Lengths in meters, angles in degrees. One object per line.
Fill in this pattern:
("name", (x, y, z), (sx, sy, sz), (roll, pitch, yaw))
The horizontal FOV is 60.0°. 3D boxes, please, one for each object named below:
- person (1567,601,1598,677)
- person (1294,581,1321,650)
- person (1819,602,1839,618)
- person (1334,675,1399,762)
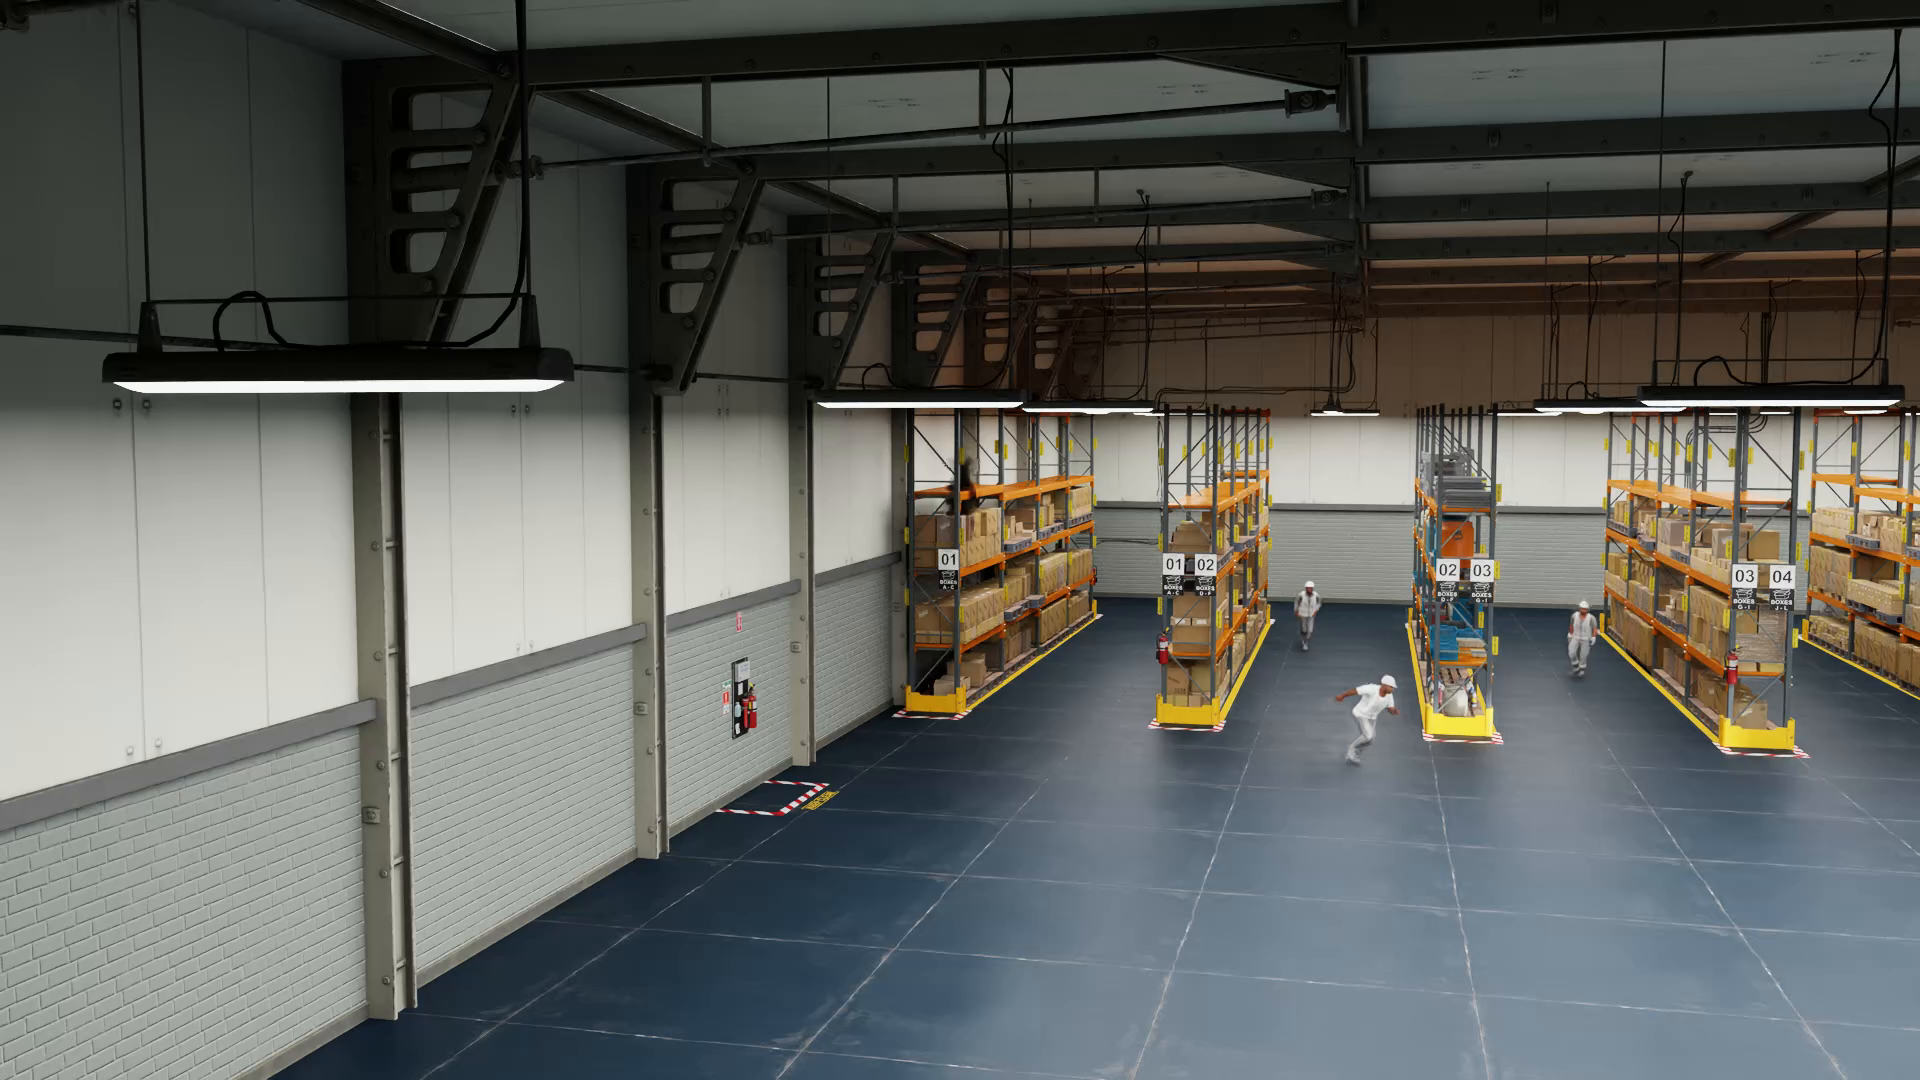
("person", (13.647, 2.187, 36.495), (0.666, 1.720, 0.723), (2, 5, 27))
("person", (8.647, 1.866, 41.367), (0.646, 1.711, 0.682), (0, 4, -2))
("person", (23.472, 1.639, 44.669), (0.649, 1.714, 0.608), (-1, 4, -9))
("person", (6.777, 2.952, 27.436), (0.735, 1.510, 1.008), (-3, 5, -31))
